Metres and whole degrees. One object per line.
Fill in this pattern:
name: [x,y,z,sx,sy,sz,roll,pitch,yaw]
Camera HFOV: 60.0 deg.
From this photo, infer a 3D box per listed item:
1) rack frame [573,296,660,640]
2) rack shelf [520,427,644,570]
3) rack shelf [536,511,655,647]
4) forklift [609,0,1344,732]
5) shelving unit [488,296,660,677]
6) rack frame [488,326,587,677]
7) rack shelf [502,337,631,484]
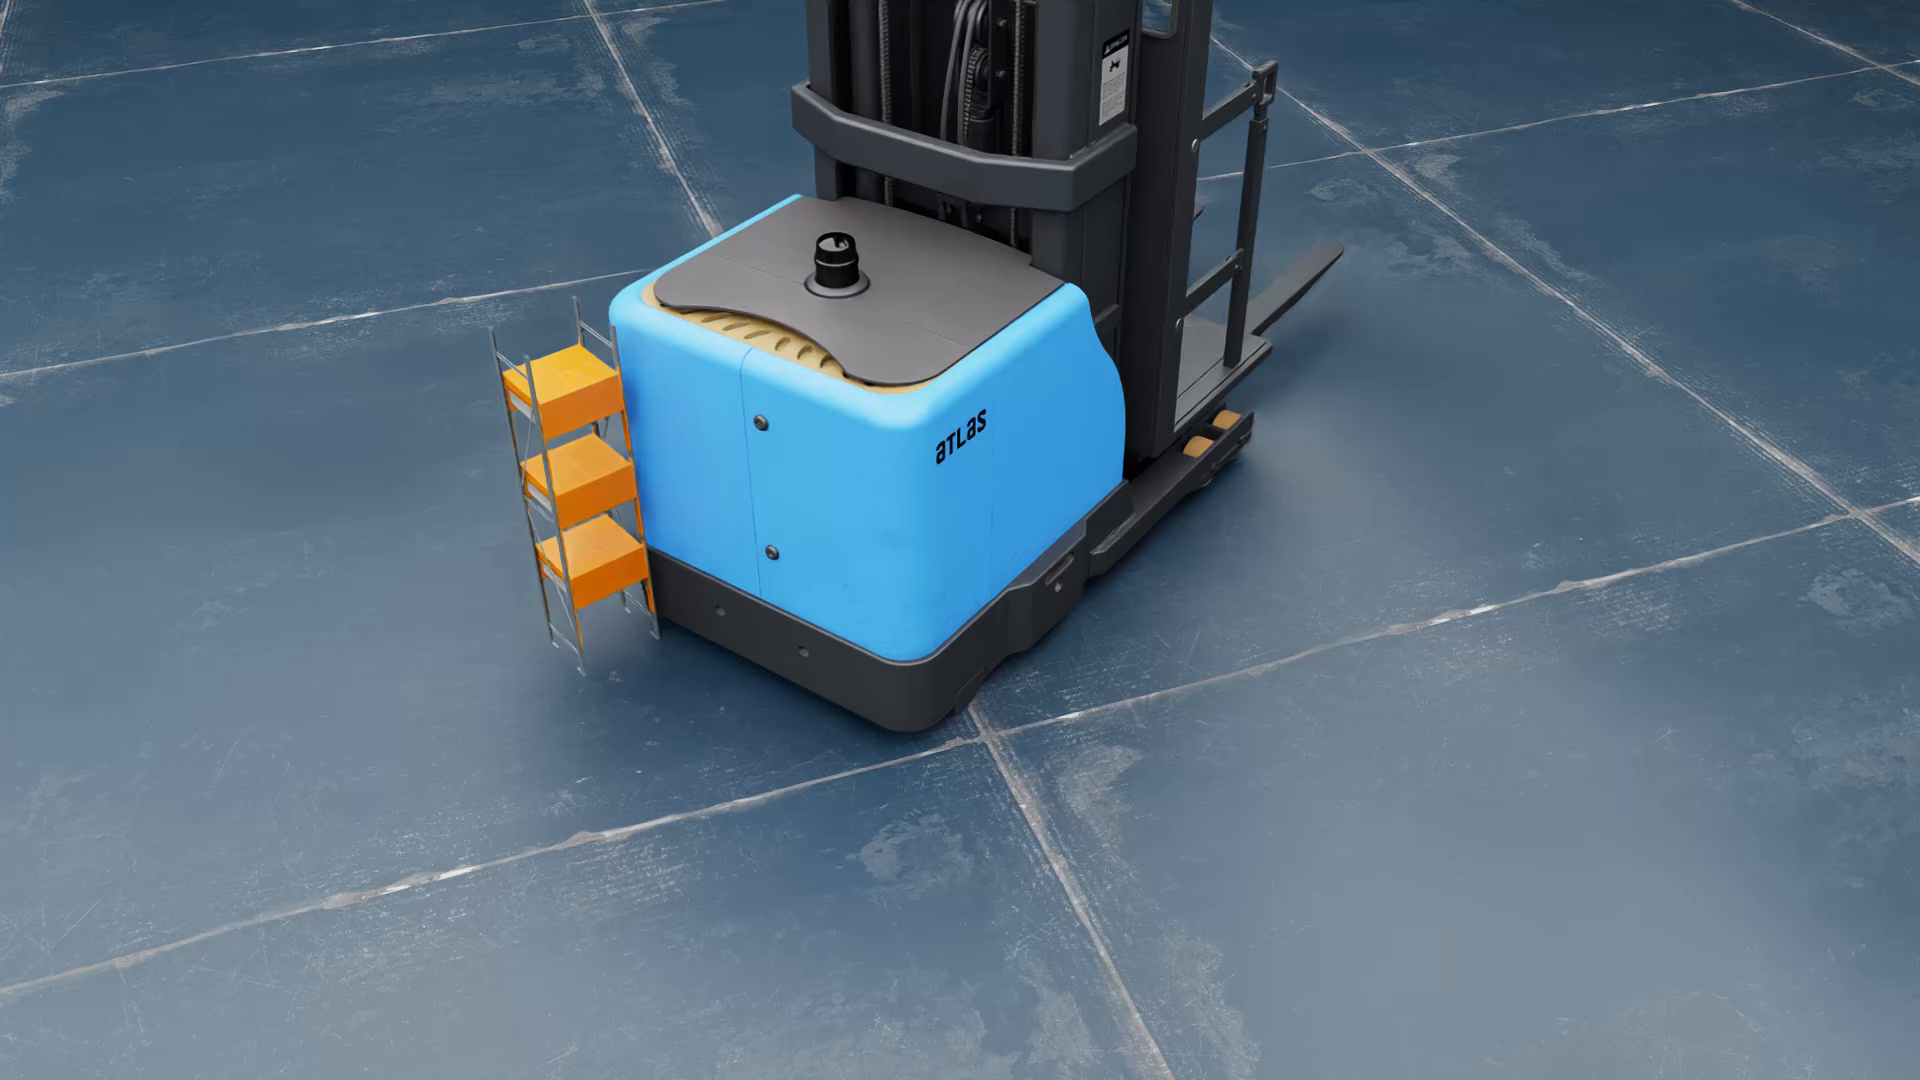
rack frame: [-0.945,-0.173,4.607,0.008,1.050,0.200,-27,45,-31]
rack shelf: [-1.038,-0.116,4.550,0.240,0.259,0.215,-27,45,-31]
rack shelf: [-1.038,0.105,4.717,0.240,0.259,0.215,-27,45,-31]
forklift: [0.329,-1.498,4.803,1.130,2.935,3.031,23,43,27]
shelving unit: [-1.038,-0.125,4.543,0.252,1.050,0.215,-27,45,-31]
rack frame: [-1.131,-0.077,4.480,0.008,1.050,0.200,-27,45,-31]
rack shelf: [-1.038,-0.343,4.379,0.240,0.259,0.215,-27,45,-31]
